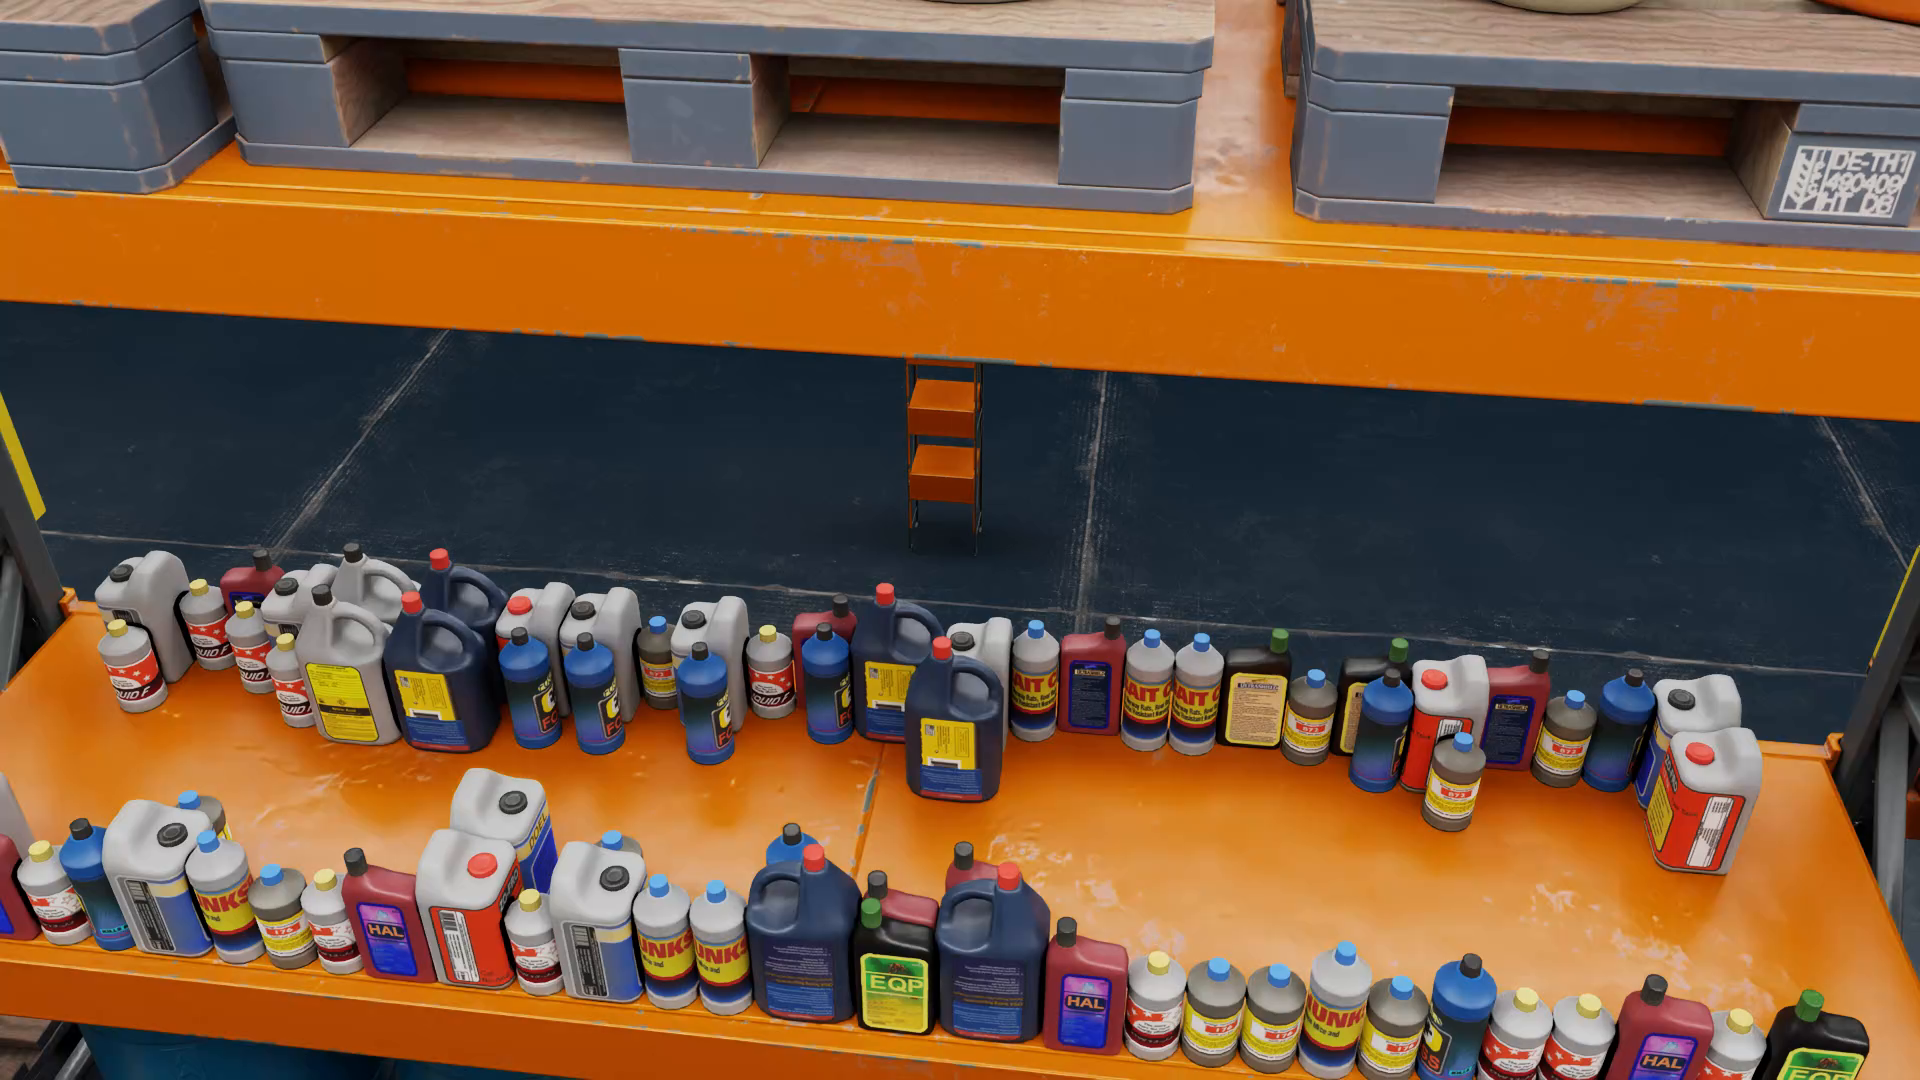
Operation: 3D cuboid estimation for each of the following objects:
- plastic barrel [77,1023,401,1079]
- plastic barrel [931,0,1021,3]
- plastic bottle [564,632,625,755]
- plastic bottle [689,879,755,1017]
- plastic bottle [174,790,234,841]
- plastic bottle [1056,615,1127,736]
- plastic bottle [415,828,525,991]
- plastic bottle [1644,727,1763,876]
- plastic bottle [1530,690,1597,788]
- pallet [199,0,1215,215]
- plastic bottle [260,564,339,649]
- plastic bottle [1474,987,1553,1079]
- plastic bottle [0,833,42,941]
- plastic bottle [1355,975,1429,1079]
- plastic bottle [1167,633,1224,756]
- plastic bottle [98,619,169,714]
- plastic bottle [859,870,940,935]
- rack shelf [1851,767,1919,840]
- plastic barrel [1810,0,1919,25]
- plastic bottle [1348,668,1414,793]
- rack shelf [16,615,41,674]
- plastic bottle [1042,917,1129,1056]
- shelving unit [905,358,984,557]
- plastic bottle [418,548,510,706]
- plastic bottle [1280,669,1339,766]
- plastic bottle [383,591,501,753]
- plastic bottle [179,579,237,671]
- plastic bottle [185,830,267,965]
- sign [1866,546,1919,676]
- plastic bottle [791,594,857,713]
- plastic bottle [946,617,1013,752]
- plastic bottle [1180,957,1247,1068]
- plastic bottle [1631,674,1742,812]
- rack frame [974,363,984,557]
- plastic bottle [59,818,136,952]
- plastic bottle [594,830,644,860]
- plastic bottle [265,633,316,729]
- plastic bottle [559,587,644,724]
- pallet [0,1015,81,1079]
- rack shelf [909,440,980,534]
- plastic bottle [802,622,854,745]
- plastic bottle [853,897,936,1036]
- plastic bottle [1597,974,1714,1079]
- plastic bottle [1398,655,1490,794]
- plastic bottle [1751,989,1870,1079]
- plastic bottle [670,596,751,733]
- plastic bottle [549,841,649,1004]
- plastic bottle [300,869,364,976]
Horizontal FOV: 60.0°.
[{"bbox_3d":[-1.633,0.992,3.723,0.708,0.901,0.600,4,36,6],"label":"plastic barrel"},{"bbox_3d":[0.019,-0.937,1.920,0.433,0.535,0.433,0,36,0],"label":"plastic barrel"},{"bbox_3d":[-0.740,0.301,3.356,0.097,0.271,0.097,0,36,0],"label":"plastic bottle"},{"bbox_3d":[-0.404,0.682,2.823,0.097,0.271,0.097,0,36,0],"label":"plastic bottle"},{"bbox_3d":[-1.400,0.547,3.072,0.097,0.201,0.097,0,36,0],"label":"plastic bottle"},{"bbox_3d":[0.268,0.272,3.387,0.133,0.283,0.061,4,36,6],"label":"plastic bottle"},{"bbox_3d":[-0.842,0.631,2.890,0.135,0.276,0.152,4,36,6],"label":"plastic bottle"},{"bbox_3d":[1.389,0.474,3.110,0.135,0.276,0.152,4,36,6],"label":"plastic bottle"},{"bbox_3d":[1.201,0.386,3.299,0.097,0.201,0.097,0,36,0],"label":"plastic bottle"},{"bbox_3d":[-0.256,-0.802,2.371,1.213,0.211,1.003,4,36,6],"label":"pallet"},{"bbox_3d":[-1.376,0.179,3.524,0.135,0.276,0.152,4,36,6],"label":"plastic bottle"},{"bbox_3d":[0.904,0.808,2.707,0.097,0.201,0.097,0,36,0],"label":"plastic bottle"},{"bbox_3d":[-1.729,0.589,2.943,0.133,0.283,0.061,4,36,6],"label":"plastic bottle"},{"bbox_3d":[0.710,0.794,2.727,0.097,0.201,0.097,0,36,0],"label":"plastic bottle"},{"bbox_3d":[0.477,0.303,3.354,0.097,0.271,0.097,0,36,0],"label":"plastic bottle"},{"bbox_3d":[-1.736,0.256,3.481,0.097,0.201,0.097,0,36,0],"label":"plastic bottle"},{"bbox_3d":[-0.100,0.675,2.823,0.133,0.283,0.061,4,36,6],"label":"plastic bottle"},{"bbox_3d":[3.780,0.995,2.892,4.000,0.370,1.077,4,36,6],"label":"rack shelf"},{"bbox_3d":[1.234,-1.056,1.834,0.708,0.830,0.600,4,36,6],"label":"plastic barrel"},{"bbox_3d":[0.830,0.365,3.267,0.097,0.271,0.097,0,36,0],"label":"plastic bottle"},{"bbox_3d":[-4.155,0.403,3.722,4.000,0.370,1.077,4,36,6],"label":"rack shelf"},{"bbox_3d":[0.207,0.733,2.741,0.133,0.283,0.061,4,36,6],"label":"plastic bottle"},{"bbox_3d":[-0.053,-0.431,5.951,0.252,1.050,0.215,4,36,6],"label":"shelving unit"},{"bbox_3d":[-1.034,0.172,3.470,0.185,0.351,0.144,4,36,6],"label":"plastic bottle"},{"bbox_3d":[0.706,0.349,3.350,0.097,0.201,0.097,0,36,0],"label":"plastic bottle"},{"bbox_3d":[-1.052,0.255,3.353,0.185,0.351,0.144,4,36,6],"label":"plastic bottle"},{"bbox_3d":[-1.620,0.175,3.593,0.097,0.201,0.097,0,36,0],"label":"plastic bottle"},{"bbox_3d":[-1.286,0.616,2.915,0.097,0.271,0.097,0,36,0],"label":"plastic bottle"},{"bbox_3d":[1.860,0.171,3.288,0.005,0.325,0.100,4,36,6],"label":"sign"},{"bbox_3d":[-0.277,0.231,3.444,0.133,0.283,0.061,4,36,6],"label":"plastic bottle"},{"bbox_3d":[0.033,0.284,3.376,0.135,0.276,0.152,4,36,6],"label":"plastic bottle"},{"bbox_3d":[0.421,0.772,2.757,0.097,0.201,0.097,0,36,0],"label":"plastic bottle"},{"bbox_3d":[1.409,0.387,3.233,0.135,0.276,0.152,4,36,6],"label":"plastic bottle"},{"bbox_3d":[0.068,-0.422,5.938,0.008,1.050,0.200,4,36,6],"label":"rack frame"},{"bbox_3d":[-1.516,0.599,2.939,0.097,0.271,0.097,0,36,0],"label":"plastic bottle"},{"bbox_3d":[-0.614,0.606,2.990,0.097,0.201,0.097,0,36,0],"label":"plastic bottle"},{"bbox_3d":[-1.374,0.283,3.443,0.097,0.201,0.097,0,36,0],"label":"plastic bottle"},{"bbox_3d":[-0.743,0.226,3.458,0.135,0.276,0.152,4,36,6],"label":"plastic bottle"},{"bbox_3d":[-2.905,1.362,4.160,1.213,0.211,1.003,4,36,6],"label":"pallet"},{"bbox_3d":[-0.053,-0.196,6.118,0.240,0.259,0.215,4,36,6],"label":"rack shelf"},{"bbox_3d":[-0.270,0.283,3.382,0.097,0.271,0.097,0,36,0],"label":"plastic bottle"},{"bbox_3d":[-0.108,0.710,2.774,0.133,0.283,0.061,4,36,6],"label":"plastic bottle"},{"bbox_3d":[1.112,0.801,2.646,0.133,0.283,0.061,4,36,6],"label":"plastic bottle"},{"bbox_3d":[0.950,0.353,3.281,0.135,0.276,0.152,4,36,6],"label":"plastic bottle"},{"bbox_3d":[1.341,0.818,2.622,0.133,0.283,0.061,4,36,6],"label":"plastic bottle"},{"bbox_3d":[-0.513,0.243,3.434,0.135,0.276,0.152,4,36,6],"label":"plastic bottle"},{"bbox_3d":[-0.612,0.649,2.866,0.135,0.276,0.152,4,36,6],"label":"plastic bottle"},{"bbox_3d":[-1.093,0.659,2.915,0.097,0.201,0.097,0,36,0],"label":"plastic bottle"}]
